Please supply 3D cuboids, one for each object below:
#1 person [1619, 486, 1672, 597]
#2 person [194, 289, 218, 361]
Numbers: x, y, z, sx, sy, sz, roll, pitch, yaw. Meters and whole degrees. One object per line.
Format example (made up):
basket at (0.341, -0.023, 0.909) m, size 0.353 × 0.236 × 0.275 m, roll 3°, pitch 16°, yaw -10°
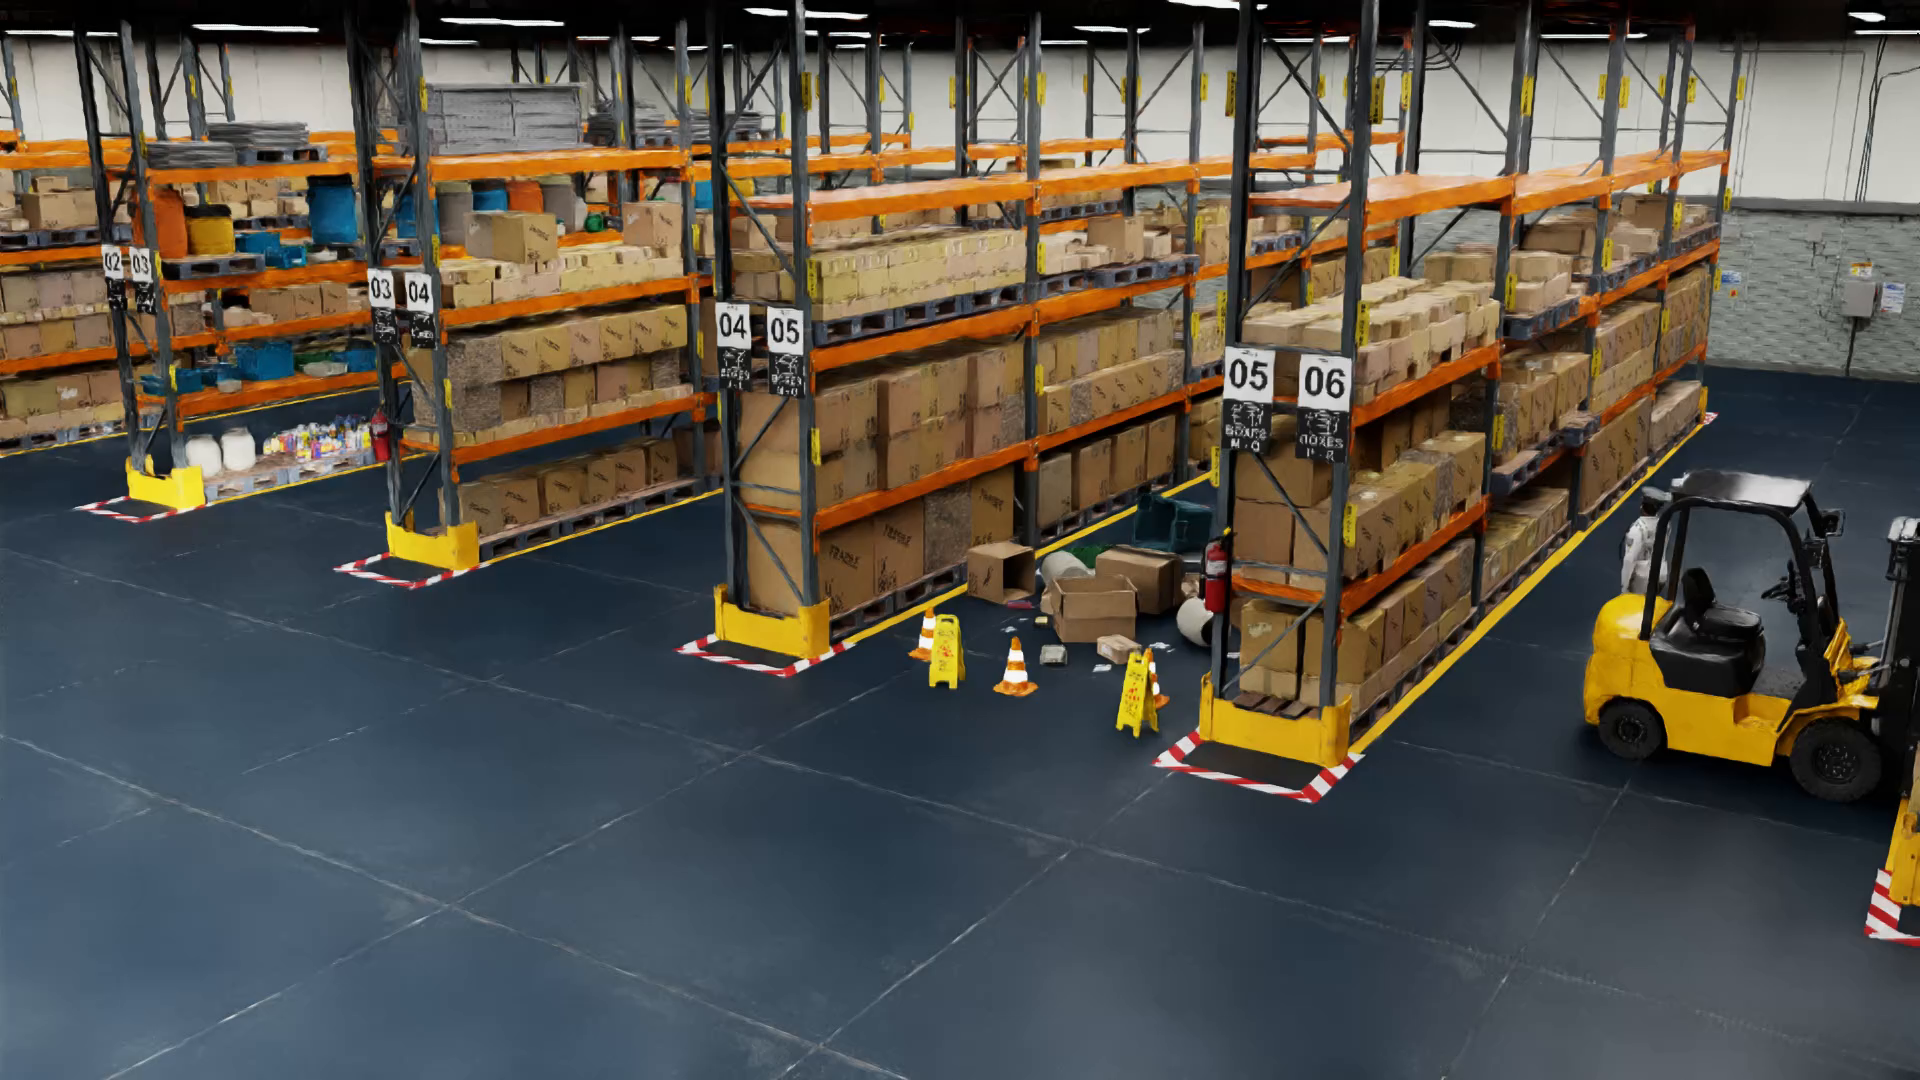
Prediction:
person at (6.038, 0.353, 14.796) m, size 0.514 × 1.677 × 0.459 m, roll -8°, pitch 18°, yaw -27°
person at (-12.865, -3.448, 28.266) m, size 0.625 × 1.765 × 0.497 m, roll -8°, pitch 17°, yaw -25°
